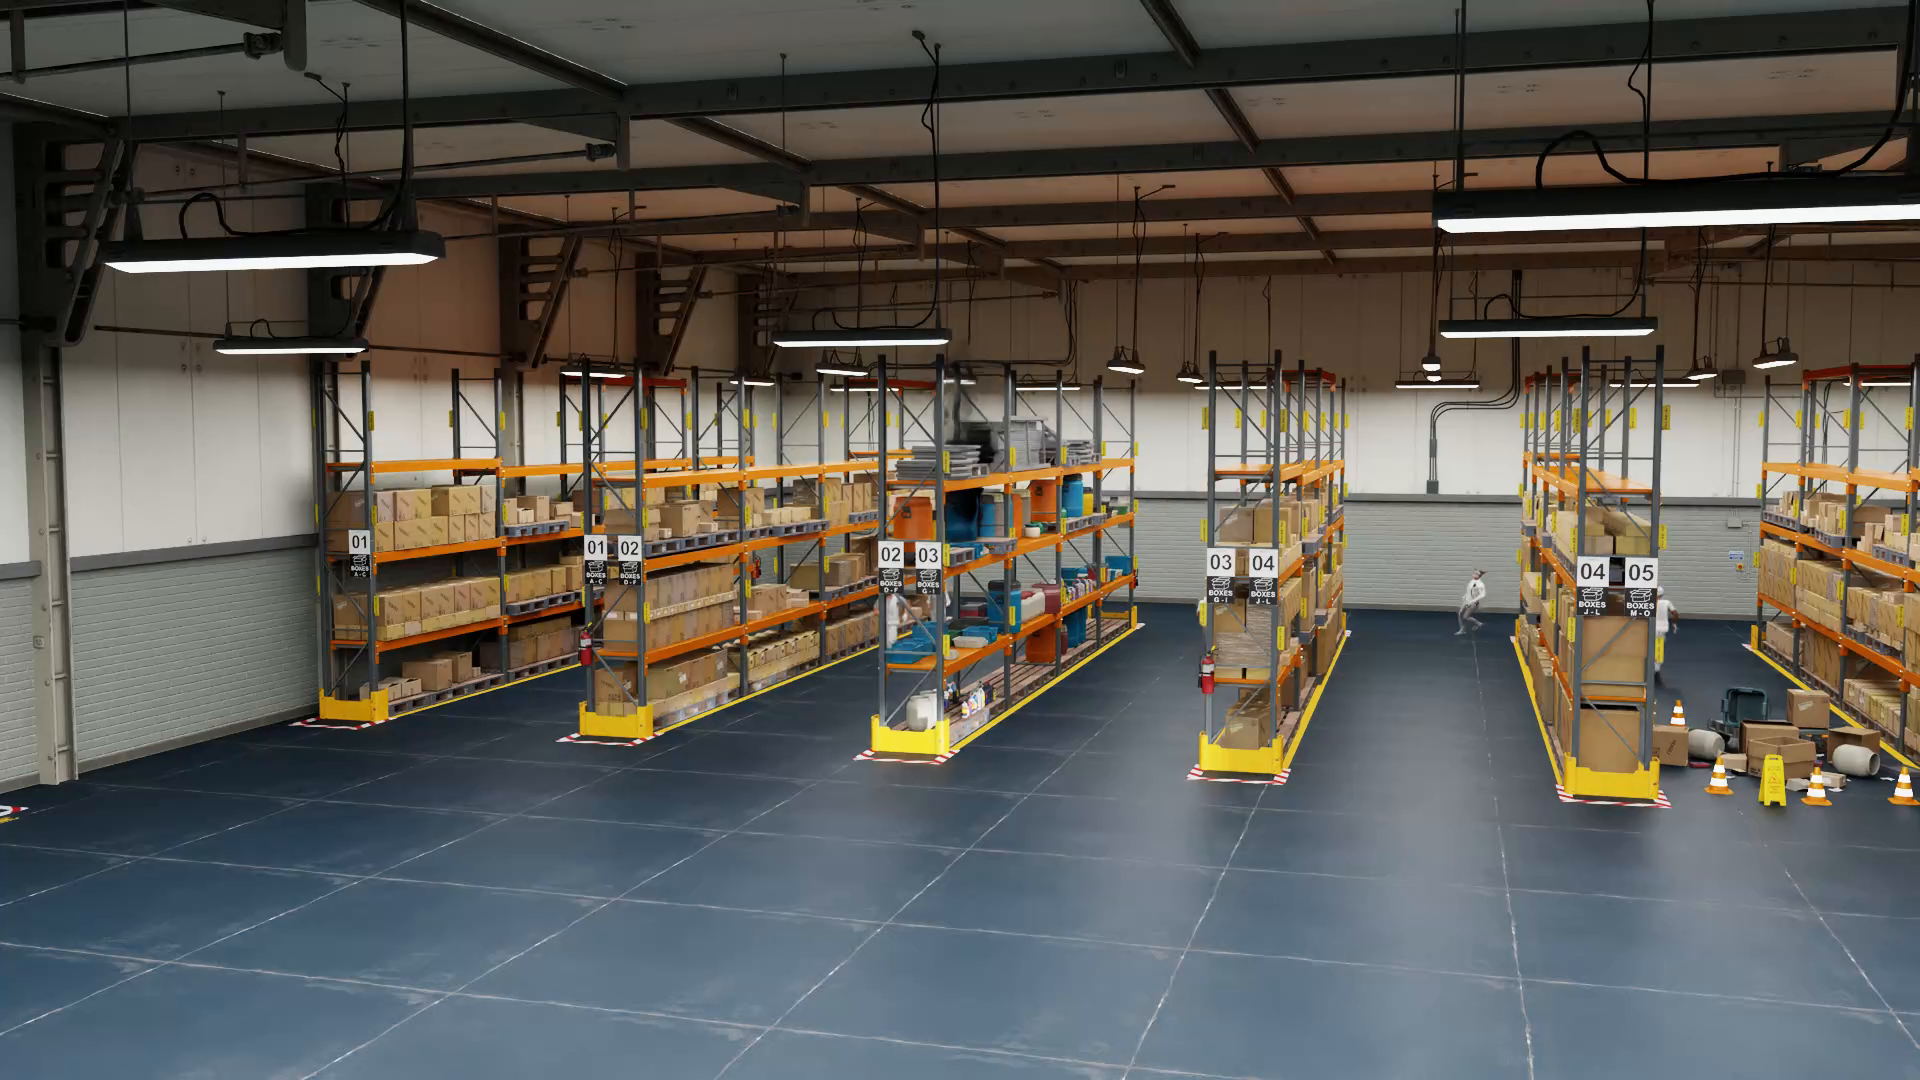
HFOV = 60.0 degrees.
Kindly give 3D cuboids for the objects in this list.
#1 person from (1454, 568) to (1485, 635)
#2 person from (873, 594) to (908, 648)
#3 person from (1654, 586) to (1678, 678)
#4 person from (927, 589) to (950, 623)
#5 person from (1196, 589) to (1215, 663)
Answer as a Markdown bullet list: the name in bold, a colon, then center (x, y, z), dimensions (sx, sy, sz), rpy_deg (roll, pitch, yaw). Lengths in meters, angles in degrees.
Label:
- **person**: center (11.940, 1.452, 38.732), dimensions (0.574, 1.616, 0.696), rpy_deg (-1, 4, -13)
- **person**: center (-1.417, 1.732, 33.255), dimensions (0.667, 1.793, 0.914), rpy_deg (1, 4, 13)
- **person**: center (13.481, 1.777, 32.176), dimensions (0.679, 1.782, 0.992), rpy_deg (1, 4, 11)
- **person**: center (-0.483, 1.614, 36.579), dimensions (0.539, 1.551, 0.622), rpy_deg (1, 4, 12)
- **person**: center (5.047, 1.761, 33.554), dimensions (0.583, 1.695, 0.920), rpy_deg (1, 4, 8)
